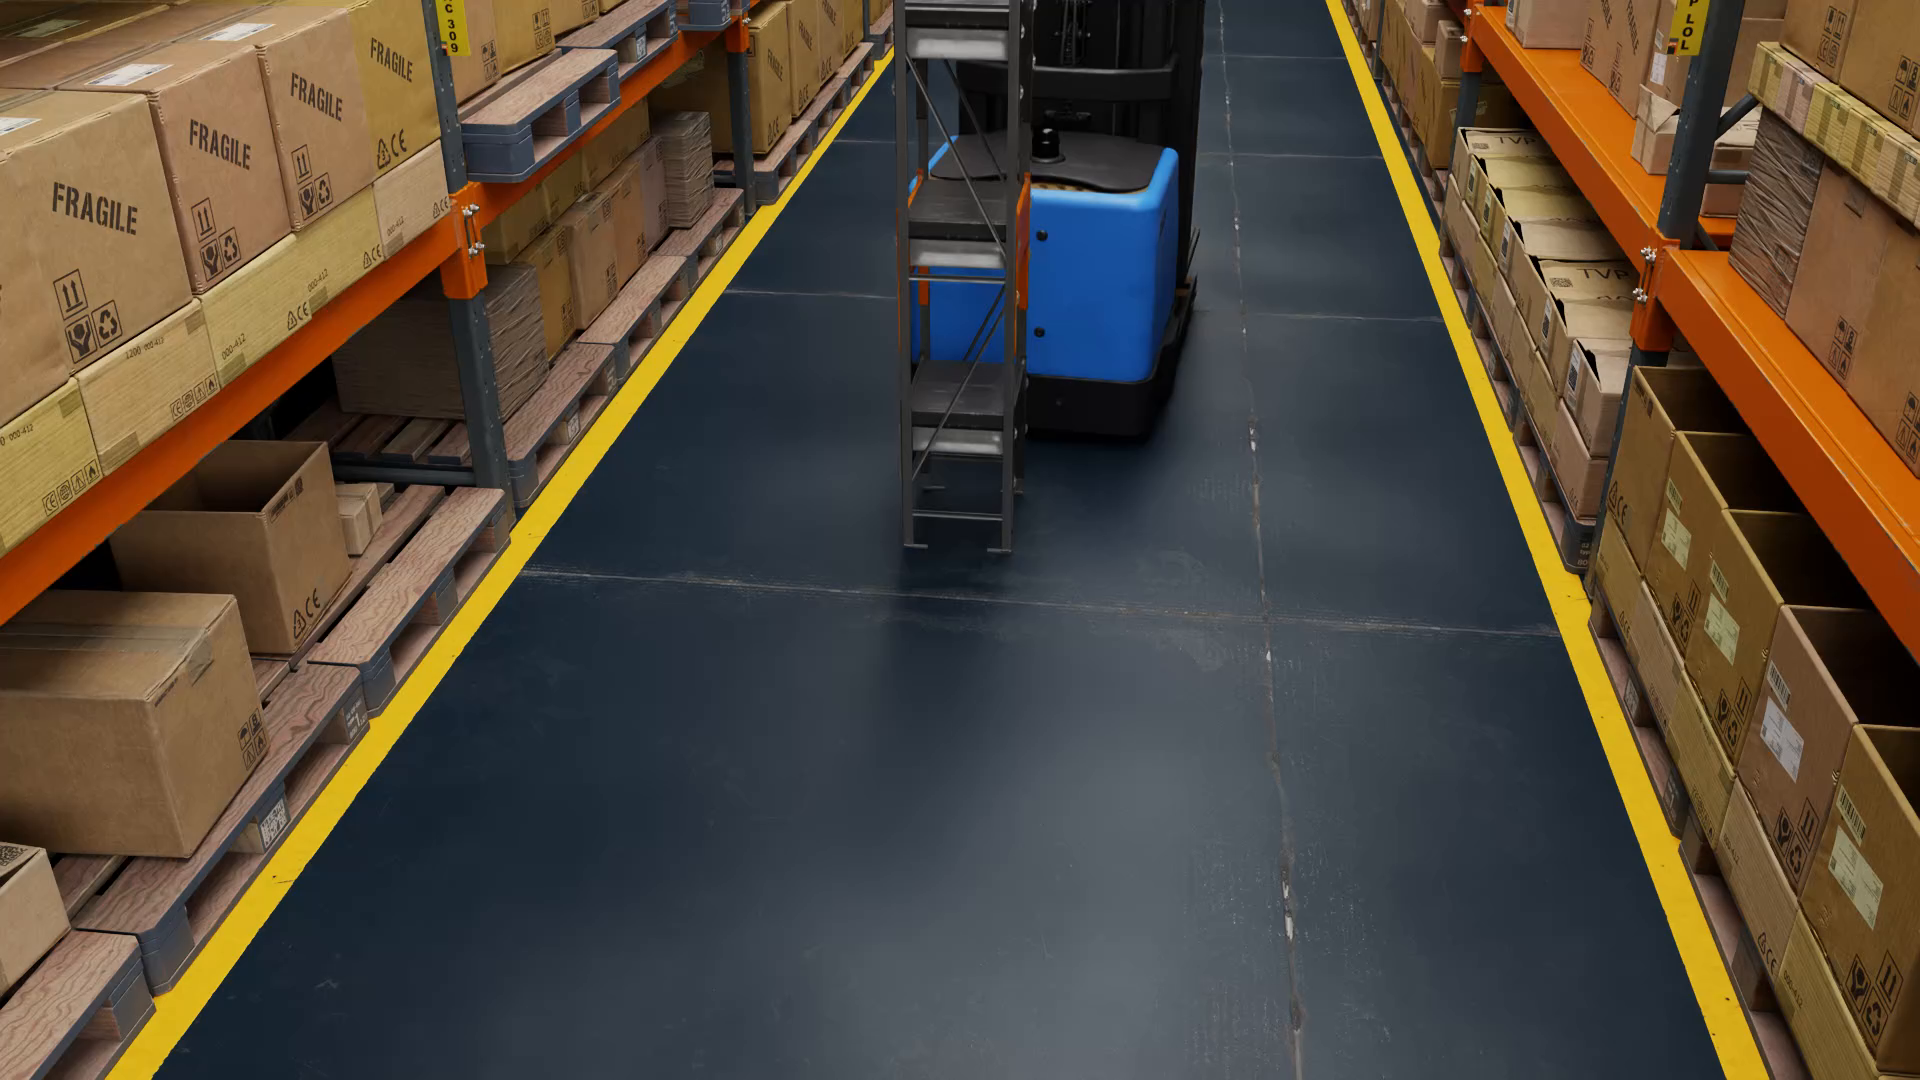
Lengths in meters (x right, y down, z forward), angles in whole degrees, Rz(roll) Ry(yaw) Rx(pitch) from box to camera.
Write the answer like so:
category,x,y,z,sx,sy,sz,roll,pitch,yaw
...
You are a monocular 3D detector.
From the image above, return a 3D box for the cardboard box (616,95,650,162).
category,x,y,z,sx,sy,sz,roll,pitch,yaw
cardboard box,-1.880,-2.086,8.341,0.500,0.250,0.500,4,29,7

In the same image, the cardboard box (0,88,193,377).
category,x,y,z,sx,sy,sz,roll,pitch,yaw
cardboard box,-2.143,-0.702,3.737,0.500,0.500,0.500,4,29,8

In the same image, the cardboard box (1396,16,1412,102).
category,x,y,z,sx,sy,sz,roll,pitch,yaw
cardboard box,3.272,-3.259,11.309,0.500,0.500,0.500,4,29,7

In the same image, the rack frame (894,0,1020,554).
category,x,y,z,sx,sy,sz,roll,pitch,yaw
rack frame,-0.010,-0.887,5.683,0.400,2.100,0.015,3,28,6

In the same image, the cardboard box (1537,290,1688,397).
category,x,y,z,sx,sy,sz,roll,pitch,yaw
cardboard box,2.538,-0.774,6.389,0.500,0.311,0.500,4,29,8

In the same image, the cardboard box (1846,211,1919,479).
category,x,y,z,sx,sy,sz,roll,pitch,yaw
cardboard box,2.544,-0.451,3.818,0.700,0.500,0.500,4,29,7

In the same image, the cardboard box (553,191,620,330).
category,x,y,z,sx,sy,sz,roll,pitch,yaw
cardboard box,-2.011,-1.311,7.693,0.700,0.500,0.500,4,29,7

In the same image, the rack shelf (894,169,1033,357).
category,x,y,z,sx,sy,sz,roll,pitch,yaw
rack shelf,0.020,-0.990,5.903,0.431,0.518,0.480,3,28,6

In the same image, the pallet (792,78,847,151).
category,x,y,z,sx,sy,sz,roll,pitch,yaw
pallet,-1.388,-2.981,11.561,1.003,0.211,1.213,3,28,6

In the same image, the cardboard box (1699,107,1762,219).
category,x,y,z,sx,sy,sz,roll,pitch,yaw
cardboard box,2.733,-1.269,5.600,0.500,0.250,0.500,5,29,9

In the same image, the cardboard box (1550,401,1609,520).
category,x,y,z,sx,sy,sz,roll,pitch,yaw
cardboard box,2.479,-0.287,6.076,0.500,0.250,0.500,3,28,6

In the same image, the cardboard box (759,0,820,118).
category,x,y,z,sx,sy,sz,roll,pitch,yaw
cardboard box,-1.377,-3.258,10.959,0.750,0.750,0.750,3,28,6

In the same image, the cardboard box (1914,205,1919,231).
category,x,y,z,sx,sy,sz,roll,pitch,yaw
cardboard box,2.337,-0.708,3.612,0.380,0.149,0.250,3,28,5

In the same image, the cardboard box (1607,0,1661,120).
category,x,y,z,sx,sy,sz,roll,pitch,yaw
cardboard box,2.952,-1.989,6.673,0.500,0.500,0.500,3,28,6

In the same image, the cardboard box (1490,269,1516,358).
category,x,y,z,sx,sy,sz,roll,pitch,yaw
cardboard box,2.669,-1.005,7.409,0.500,0.250,0.500,4,29,7

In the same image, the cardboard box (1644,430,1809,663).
category,x,y,z,sx,sy,sz,roll,pitch,yaw
cardboard box,2.295,0.031,4.695,0.500,0.500,0.500,3,28,6

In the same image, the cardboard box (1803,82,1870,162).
category,x,y,z,sx,sy,sz,roll,pitch,yaw
cardboard box,2.430,-1.075,4.293,0.380,0.149,0.250,3,28,5

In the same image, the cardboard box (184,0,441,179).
category,x,y,z,sx,sy,sz,roll,pitch,yaw
cardboard box,-1.952,-1.419,5.067,0.500,0.500,0.500,3,28,6

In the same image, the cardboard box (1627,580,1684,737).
category,x,y,z,sx,sy,sz,roll,pitch,yaw
cardboard box,2.292,0.361,4.874,0.500,0.250,0.500,3,28,6

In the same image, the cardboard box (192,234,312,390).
category,x,y,z,sx,sy,sz,roll,pitch,yaw
cardboard box,-2.074,-0.617,4.370,0.500,0.250,0.500,3,28,6

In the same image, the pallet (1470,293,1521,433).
category,x,y,z,sx,sy,sz,roll,pitch,yaw
pallet,2.914,-0.798,7.508,1.003,0.211,1.213,3,28,6

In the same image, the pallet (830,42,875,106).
category,x,y,z,sx,sy,sz,roll,pitch,yaw
pallet,-1.241,-3.557,12.630,1.003,0.211,1.213,3,28,6

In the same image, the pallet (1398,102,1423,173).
category,x,y,z,sx,sy,sz,roll,pitch,yaw
pallet,3.487,-2.677,10.997,1.003,0.211,1.213,3,28,6

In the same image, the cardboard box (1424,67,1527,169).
category,x,y,z,sx,sy,sz,roll,pitch,yaw
cardboard box,3.087,-2.530,9.956,0.500,0.500,0.500,4,29,8

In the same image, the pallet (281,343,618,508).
category,x,y,z,sx,sy,sz,roll,pitch,yaw
pallet,-2.107,-0.525,7.003,1.003,0.211,1.213,3,28,6

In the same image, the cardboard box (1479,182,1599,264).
category,x,y,z,sx,sy,sz,roll,pitch,yaw
cardboard box,2.729,-1.487,7.713,0.500,0.311,0.500,3,28,5

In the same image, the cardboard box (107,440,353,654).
category,x,y,z,sx,sy,sz,roll,pitch,yaw
cardboard box,-2.289,0.011,5.238,0.500,0.500,0.500,1,28,2

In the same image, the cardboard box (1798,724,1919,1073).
category,x,y,z,sx,sy,sz,roll,pitch,yaw
cardboard box,2.104,0.737,3.386,0.500,0.500,0.500,3,28,6

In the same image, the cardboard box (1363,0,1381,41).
category,x,y,z,sx,sy,sz,roll,pitch,yaw
cardboard box,3.484,-4.244,13.137,0.500,0.500,0.500,3,28,6

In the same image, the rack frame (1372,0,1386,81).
category,x,y,z,sx,sy,sz,roll,pitch,yaw
rack frame,3.696,-4.866,12.120,1.000,3.000,0.127,3,28,6

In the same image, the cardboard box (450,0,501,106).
category,x,y,z,sx,sy,sz,roll,pitch,yaw
cardboard box,-2.105,-1.862,5.974,0.700,0.500,0.500,3,29,6

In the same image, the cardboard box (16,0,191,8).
category,x,y,z,sx,sy,sz,roll,pitch,yaw
cardboard box,-2.466,-1.450,5.126,0.500,0.500,0.500,3,28,5

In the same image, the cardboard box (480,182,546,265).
category,x,y,z,sx,sy,sz,roll,pitch,yaw
cardboard box,-2.077,-1.365,7.002,0.500,0.250,0.500,3,28,5

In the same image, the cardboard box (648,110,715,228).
category,x,y,z,sx,sy,sz,roll,pitch,yaw
cardboard box,-1.747,-2.021,9.010,0.700,0.500,0.500,4,29,7

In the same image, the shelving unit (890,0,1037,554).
category,x,y,z,sx,sy,sz,roll,pitch,yaw
shelving unit,0.020,-1.002,5.897,0.431,2.100,0.503,3,28,6

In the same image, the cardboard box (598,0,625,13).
category,x,y,z,sx,sy,sz,roll,pitch,yaw
cardboard box,-1.889,-2.697,7.525,0.700,0.500,0.500,3,28,6

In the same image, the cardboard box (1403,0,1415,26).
category,x,y,z,sx,sy,sz,roll,pitch,yaw
cardboard box,3.272,-3.605,11.160,0.500,0.250,0.500,3,29,6

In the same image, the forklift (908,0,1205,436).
category,x,y,z,sx,sy,sz,roll,pitch,yaw
forklift,0.588,-2.401,7.616,1.130,2.935,3.031,6,29,11

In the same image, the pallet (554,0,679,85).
category,x,y,z,sx,sy,sz,roll,pitch,yaw
pallet,-1.913,-2.251,7.467,1.003,0.211,1.213,3,28,6

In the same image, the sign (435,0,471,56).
category,x,y,z,sx,sy,sz,roll,pitch,yaw
sign,-1.662,-1.740,5.404,0.100,0.325,0.005,3,28,6

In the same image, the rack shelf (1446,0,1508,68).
category,x,y,z,sx,sy,sz,roll,pitch,yaw
rack shelf,3.451,-3.608,10.543,1.077,0.370,4.000,3,28,6

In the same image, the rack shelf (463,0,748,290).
category,x,y,z,sx,sy,sz,roll,pitch,yaw
rack shelf,-1.956,-2.011,7.579,1.077,0.370,4.000,3,28,6

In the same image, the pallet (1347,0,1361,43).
category,x,y,z,sx,sy,sz,roll,pitch,yaw
pallet,3.928,-4.537,14.450,1.003,0.211,1.213,3,28,6

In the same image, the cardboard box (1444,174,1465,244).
category,x,y,z,sx,sy,sz,roll,pitch,yaw
cardboard box,2.850,-1.728,8.751,0.500,0.250,0.500,3,28,6

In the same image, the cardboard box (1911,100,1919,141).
category,x,y,z,sx,sy,sz,roll,pitch,yaw
cardboard box,2.545,-1.033,3.531,0.700,0.500,0.500,3,28,6

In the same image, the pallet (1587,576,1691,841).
category,x,y,z,sx,sy,sz,roll,pitch,yaw
pallet,2.577,0.499,5.101,1.003,0.211,1.213,3,28,6

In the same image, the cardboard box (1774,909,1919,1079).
category,x,y,z,sx,sy,sz,roll,pitch,yaw
cardboard box,2.107,1.067,3.563,0.500,0.250,0.500,3,28,6

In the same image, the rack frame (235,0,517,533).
category,x,y,z,sx,sy,sz,roll,pitch,yaw
rack frame,-2.201,-1.386,5.661,1.000,3.000,0.127,3,28,6
